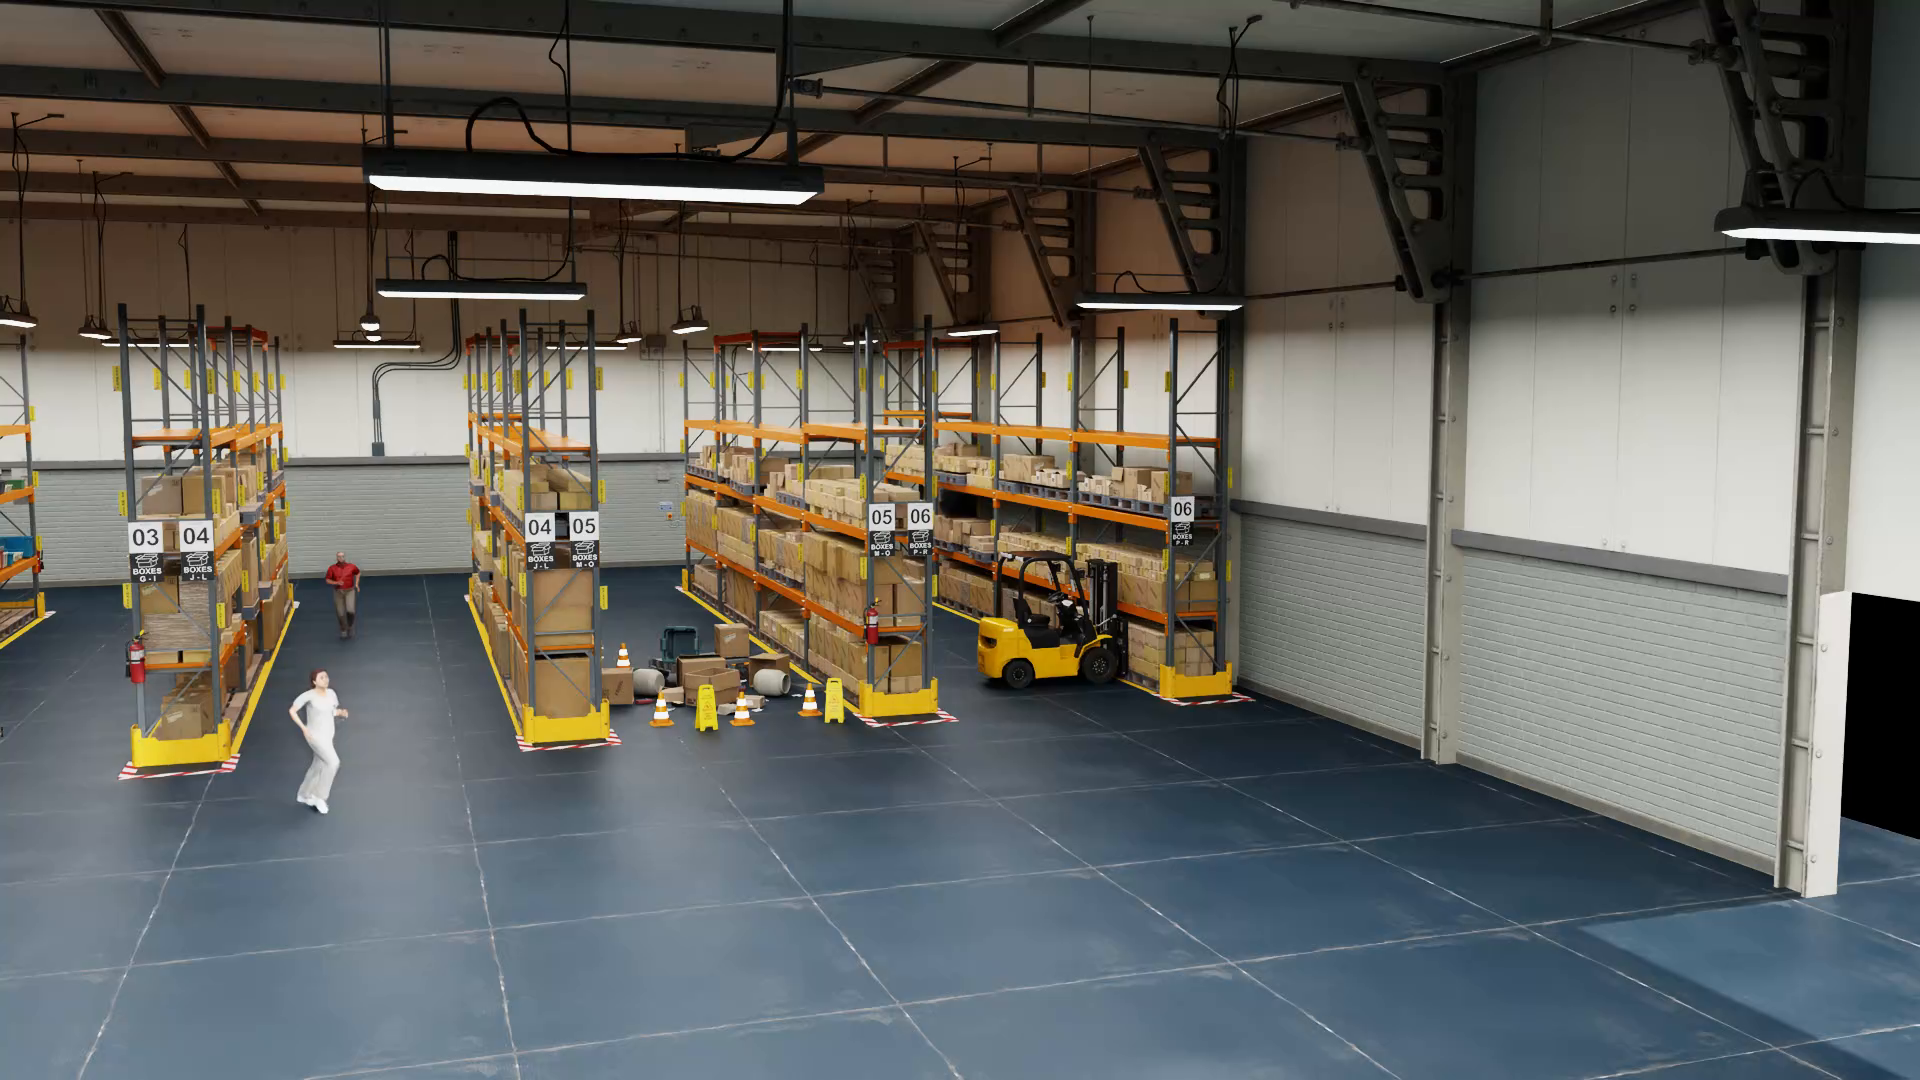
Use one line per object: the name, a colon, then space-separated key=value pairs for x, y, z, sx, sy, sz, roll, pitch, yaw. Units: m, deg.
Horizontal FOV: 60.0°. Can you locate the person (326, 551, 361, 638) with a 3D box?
person: x=-12.044 y=1.071 z=32.494 sx=0.636 sy=1.699 sz=0.661 roll=-2 pitch=6 yaw=-18

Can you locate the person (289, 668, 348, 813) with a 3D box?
person: x=-7.481 y=2.340 z=19.490 sx=0.707 sy=1.702 sz=0.537 roll=2 pitch=6 yaw=21
